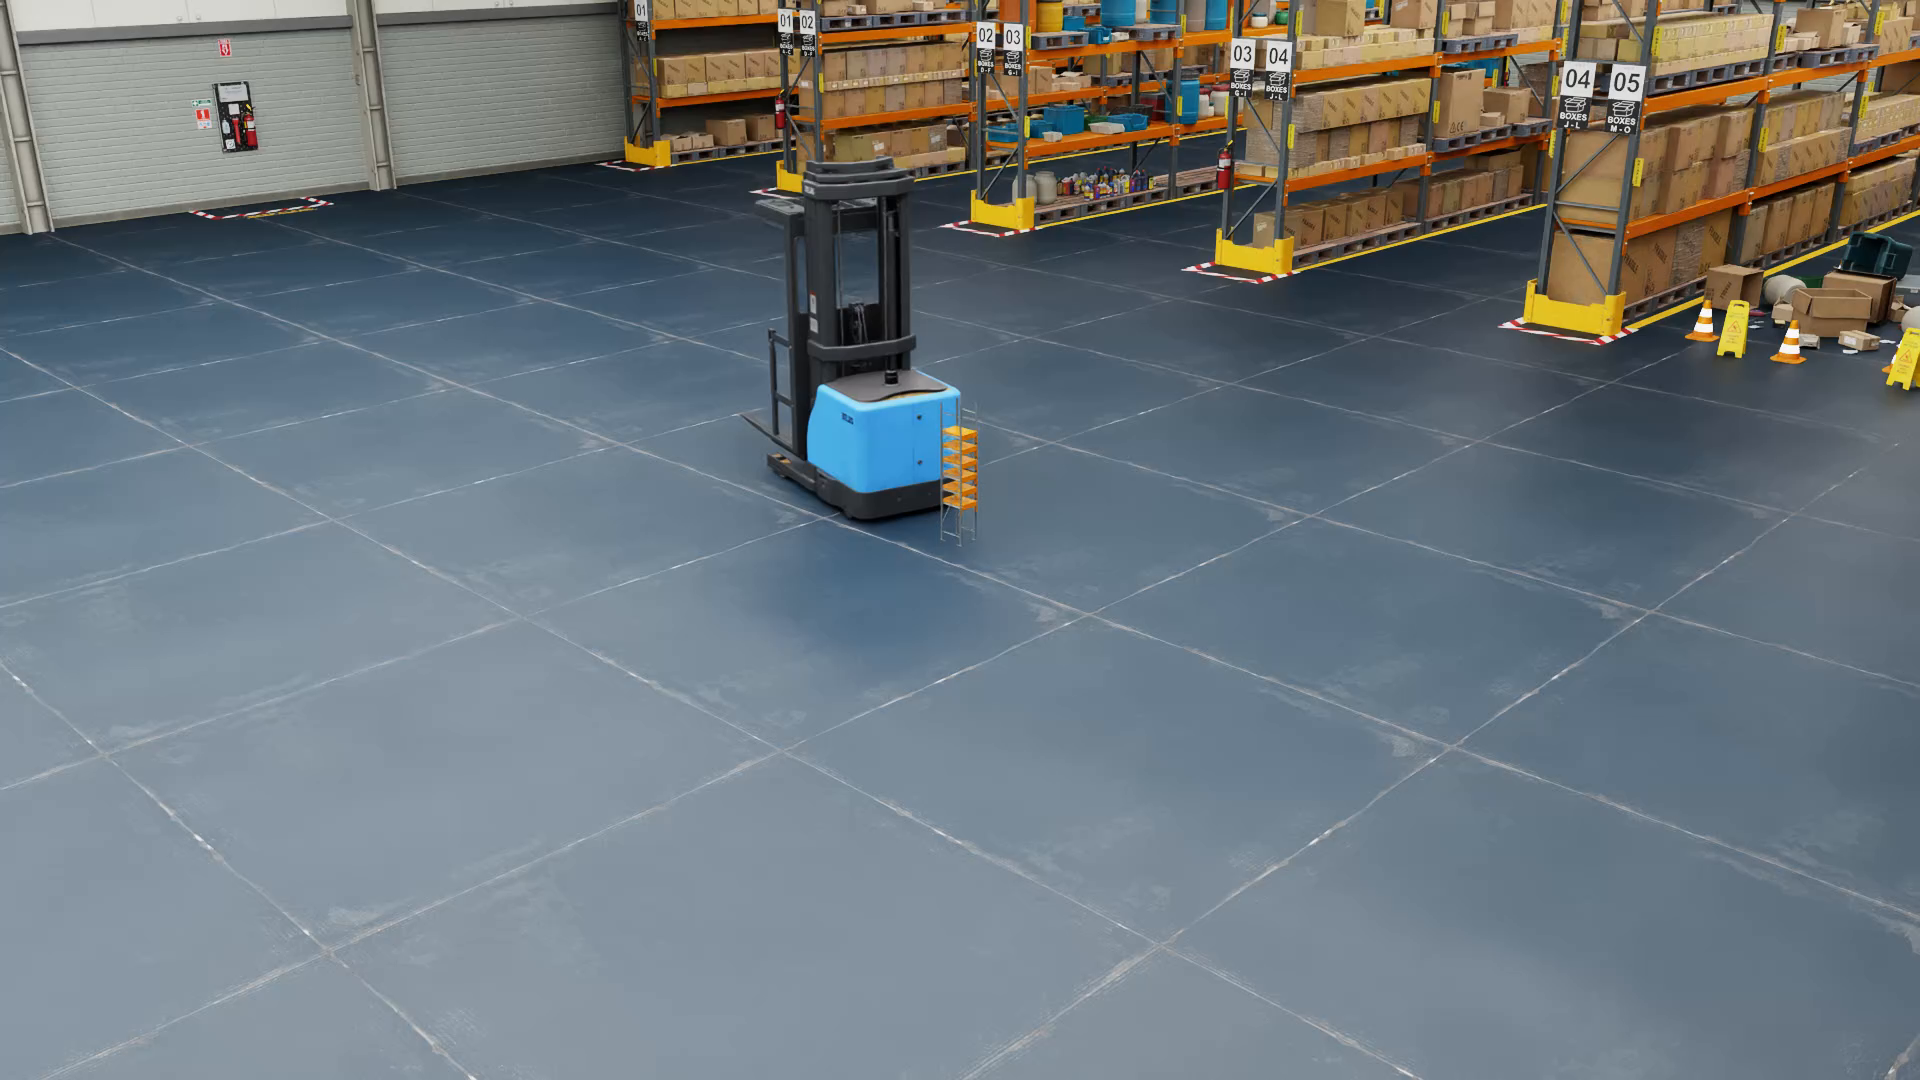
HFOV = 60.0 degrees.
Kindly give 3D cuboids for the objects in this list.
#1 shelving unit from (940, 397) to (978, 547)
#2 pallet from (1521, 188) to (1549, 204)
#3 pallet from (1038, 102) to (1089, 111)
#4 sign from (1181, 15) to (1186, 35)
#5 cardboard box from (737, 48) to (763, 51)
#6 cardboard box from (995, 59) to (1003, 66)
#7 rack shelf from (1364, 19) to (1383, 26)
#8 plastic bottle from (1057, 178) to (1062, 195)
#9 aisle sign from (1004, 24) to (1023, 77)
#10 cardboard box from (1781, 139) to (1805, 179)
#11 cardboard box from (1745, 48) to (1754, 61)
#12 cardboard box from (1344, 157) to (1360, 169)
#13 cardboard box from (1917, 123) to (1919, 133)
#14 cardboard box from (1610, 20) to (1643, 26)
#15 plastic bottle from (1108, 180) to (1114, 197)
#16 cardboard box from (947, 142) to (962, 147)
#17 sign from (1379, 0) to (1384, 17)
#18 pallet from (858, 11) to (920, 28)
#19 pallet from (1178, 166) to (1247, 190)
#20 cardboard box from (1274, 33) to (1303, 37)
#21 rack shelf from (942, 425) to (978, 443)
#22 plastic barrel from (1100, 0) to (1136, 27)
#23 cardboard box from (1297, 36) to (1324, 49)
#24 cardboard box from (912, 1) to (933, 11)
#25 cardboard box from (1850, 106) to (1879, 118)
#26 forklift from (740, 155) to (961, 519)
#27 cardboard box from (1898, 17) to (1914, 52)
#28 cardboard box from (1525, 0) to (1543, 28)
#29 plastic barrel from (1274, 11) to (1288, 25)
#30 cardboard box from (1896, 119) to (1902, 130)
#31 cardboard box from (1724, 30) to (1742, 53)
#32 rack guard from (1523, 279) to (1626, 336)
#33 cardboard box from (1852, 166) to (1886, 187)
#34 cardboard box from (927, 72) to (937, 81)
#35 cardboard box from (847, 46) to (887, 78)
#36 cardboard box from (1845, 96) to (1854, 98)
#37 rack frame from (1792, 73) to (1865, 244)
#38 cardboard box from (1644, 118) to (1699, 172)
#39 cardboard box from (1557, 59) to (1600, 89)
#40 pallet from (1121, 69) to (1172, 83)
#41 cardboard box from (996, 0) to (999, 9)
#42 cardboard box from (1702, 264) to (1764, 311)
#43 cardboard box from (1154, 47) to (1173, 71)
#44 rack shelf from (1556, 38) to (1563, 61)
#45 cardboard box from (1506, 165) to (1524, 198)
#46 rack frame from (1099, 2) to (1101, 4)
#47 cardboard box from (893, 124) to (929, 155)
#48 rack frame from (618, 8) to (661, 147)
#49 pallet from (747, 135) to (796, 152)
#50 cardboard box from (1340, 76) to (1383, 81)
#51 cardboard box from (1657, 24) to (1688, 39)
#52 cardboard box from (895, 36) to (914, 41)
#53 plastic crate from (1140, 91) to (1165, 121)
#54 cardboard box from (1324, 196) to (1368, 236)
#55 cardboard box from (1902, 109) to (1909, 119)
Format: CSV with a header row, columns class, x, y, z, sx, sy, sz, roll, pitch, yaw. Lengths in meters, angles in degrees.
class,x,y,z,sx,sy,sz,roll,pitch,yaw
shelving unit,-0.010,-0.556,13.711,0.258,1.200,0.189,19,28,41
pallet,10.411,-6.302,30.039,1.003,0.211,1.213,19,28,41
pallet,2.537,-11.042,42.370,1.003,0.211,1.213,19,28,41
sign,3.855,-8.895,28.705,0.100,0.325,0.005,19,28,41
cardboard box,-4.471,-10.200,35.429,0.500,0.500,0.500,19,28,40
cardboard box,0.807,-11.521,40.052,0.250,0.149,0.380,-19,28,-40
rack shelf,7.654,-10.238,33.214,1.077,0.370,4.000,19,28,41
plastic bottle,1.713,-6.157,28.948,0.133,0.283,0.061,-19,28,-41
aisle sign,0.837,-7.725,26.230,0.394,0.787,0.004,19,28,41
cardboard box,11.762,-5.497,23.918,0.500,0.500,0.500,19,28,40
cardboard box,10.120,-6.345,21.707,0.250,0.149,0.380,-20,28,-41
cardboard box,5.712,-5.621,24.731,0.380,0.149,0.250,19,28,41
cardboard box,16.513,-7.055,28.460,0.250,0.149,0.380,-19,28,-40
cardboard box,8.235,-6.362,20.641,0.250,0.149,0.380,-20,28,-41
plastic bottle,2.616,-6.089,28.787,0.097,0.271,0.097,0,21,0
cardboard box,0.003,-7.964,33.723,0.500,0.250,0.500,19,28,40
sign,6.617,-8.355,26.043,0.100,0.325,0.005,19,28,41
pallet,-1.506,-9.693,30.917,1.003,0.211,1.213,19,28,41
pallet,4.839,-6.857,31.481,1.003,0.211,1.213,19,28,41
cardboard box,4.733,-7.235,24.052,0.380,0.149,0.250,19,28,41
rack shelf,-0.010,-0.851,13.598,0.258,0.103,0.180,19,28,41
plastic barrel,2.697,-9.233,28.311,0.600,0.901,0.708,19,28,41
cardboard box,4.922,-7.031,23.521,0.380,0.149,0.250,19,28,40
cardboard box,-0.724,-10.038,31.260,0.380,0.149,0.250,19,28,41
cardboard box,14.297,-6.779,26.329,0.380,0.149,0.250,18,27,38
forklift,-1.154,-2.025,15.120,1.130,2.935,3.031,-12,24,-28
cardboard box,14.568,-7.940,26.093,0.500,0.500,0.500,19,28,41
cardboard box,9.304,-8.781,27.583,0.500,0.500,0.500,19,28,41
plastic barrel,6.123,-9.911,31.577,0.294,0.245,0.294,0,21,0
cardboard box,15.225,-6.840,27.317,0.380,0.149,0.250,18,27,38
cardboard box,9.637,-6.387,21.263,0.500,0.250,0.500,19,28,40
rack guard,7.693,-2.923,20.845,1.175,0.500,0.348,19,28,41
cardboard box,14.653,-5.903,26.967,0.500,0.250,0.500,20,28,41
cardboard box,-0.652,-8.899,31.866,0.380,0.149,0.250,19,28,41
cardboard box,-1.783,-8.893,30.945,0.700,0.500,0.500,19,28,41
cardboard box,14.752,-7.283,27.640,0.380,0.149,0.250,19,28,40
rack frame,13.291,-6.153,25.763,1.000,3.000,0.127,19,28,41
cardboard box,8.802,-5.030,21.129,0.875,0.550,0.550,19,28,41
cardboard box,11.249,-8.460,30.228,0.637,0.503,0.797,-19,28,-40
pallet,4.066,-10.312,36.852,1.003,0.211,1.213,19,28,41
cardboard box,0.740,-10.696,33.027,0.500,0.250,0.500,16,26,36
cardboard box,10.152,-3.303,21.830,0.500,0.500,0.500,-14,25,-33
cardboard box,4.314,-10.702,36.874,0.700,0.500,0.500,12,24,27
rack shelf,11.203,-8.999,29.989,1.077,0.370,4.000,19,28,41
cardboard box,9.354,-6.281,28.969,0.700,0.500,0.500,17,27,38
rack frame,2.712,-12.701,34.437,1.000,3.000,0.127,19,28,41
cardboard box,-0.948,-7.706,32.006,0.500,0.500,0.500,19,28,41
rack frame,-6.420,-9.083,33.387,1.000,3.000,0.127,19,28,41
pallet,-4.073,-8.628,36.090,1.003,0.211,1.213,19,28,41
cardboard box,6.173,-6.863,25.664,0.500,0.500,0.500,19,28,41
cardboard box,8.524,-6.130,20.038,0.380,0.149,0.250,19,28,40
cardboard box,-1.273,-11.512,38.049,0.380,0.149,0.250,14,25,32
plastic crate,3.587,-7.862,30.122,0.402,0.464,0.583,19,28,41
cardboard box,5.938,-5.000,25.663,0.500,0.500,0.500,16,26,36
cardboard box,15.399,-7.044,27.433,0.380,0.149,0.250,18,27,39
